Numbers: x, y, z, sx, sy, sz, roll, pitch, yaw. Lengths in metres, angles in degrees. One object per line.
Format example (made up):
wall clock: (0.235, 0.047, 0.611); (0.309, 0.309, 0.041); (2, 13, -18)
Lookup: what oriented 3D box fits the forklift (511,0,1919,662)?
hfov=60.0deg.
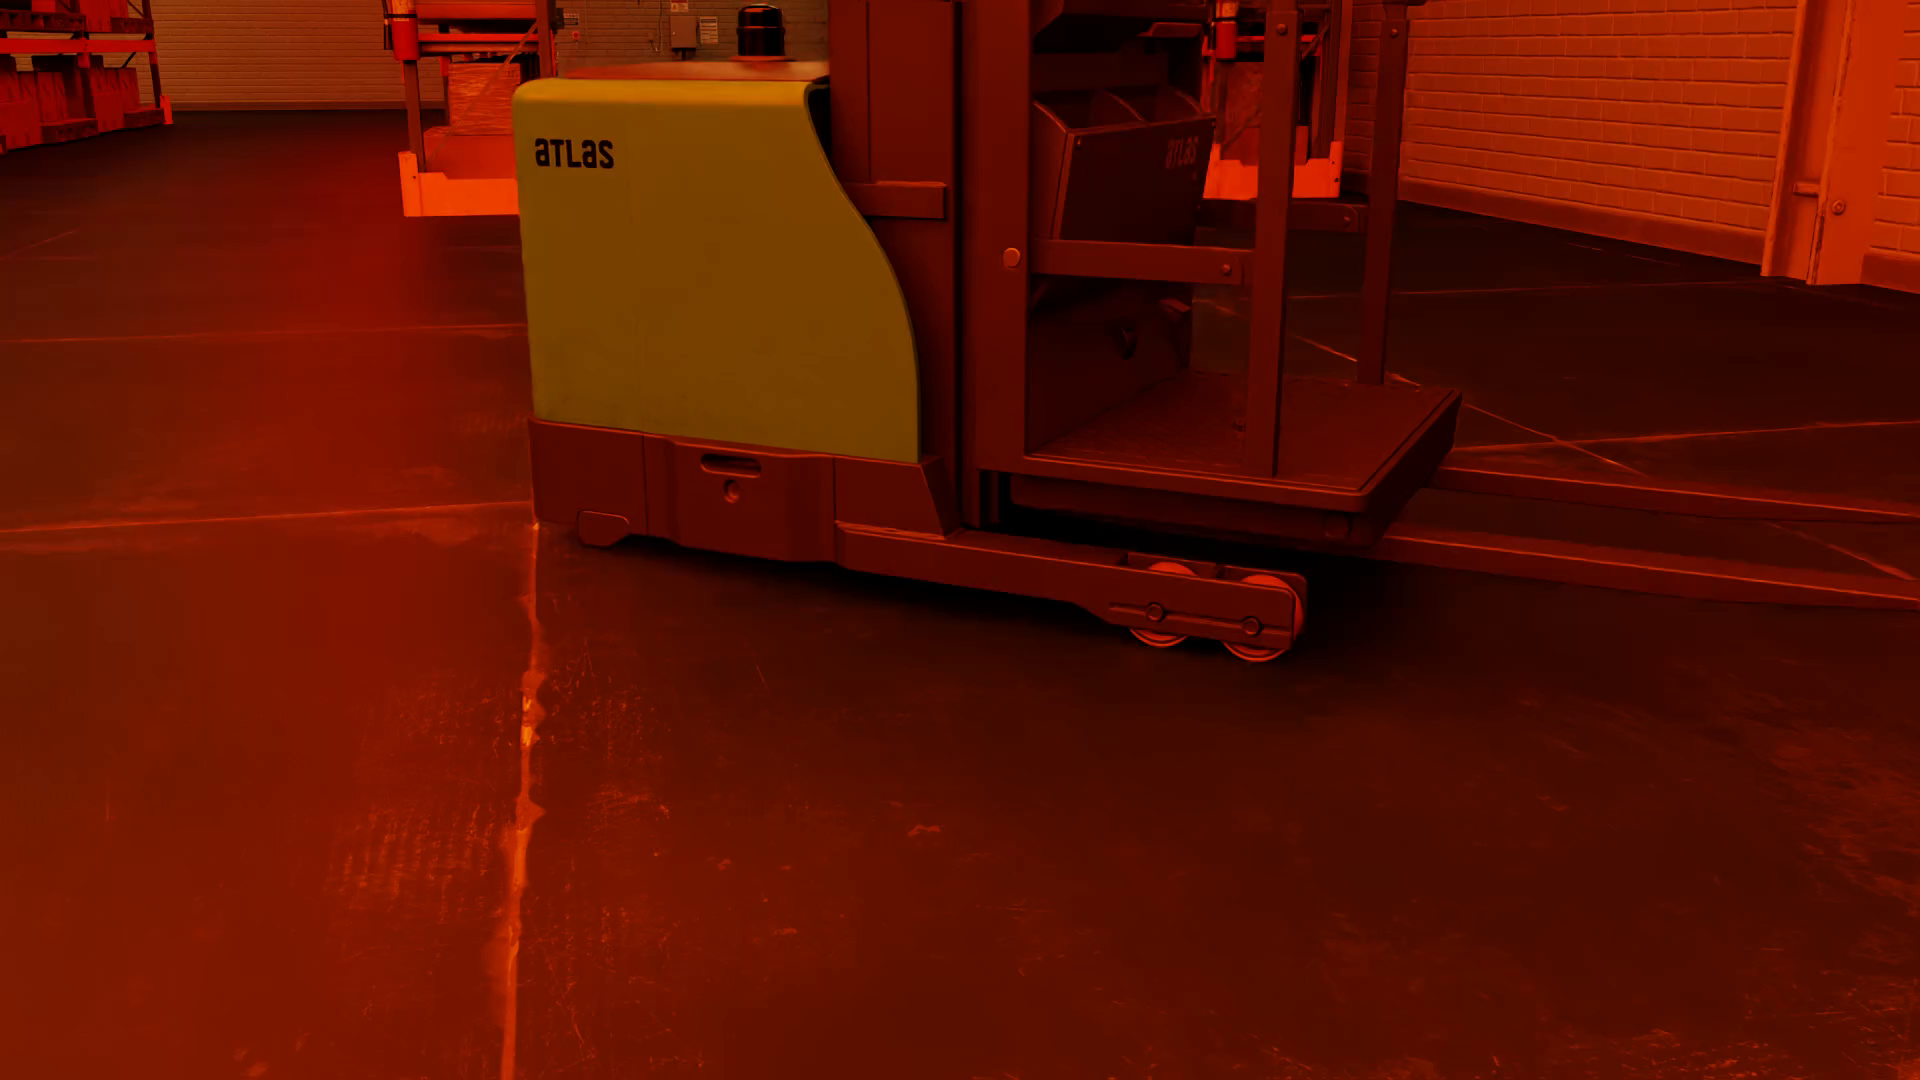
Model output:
forklift: (0.540, -1.341, 3.383); (3.031, 2.935, 1.130); (8, 18, 24)
